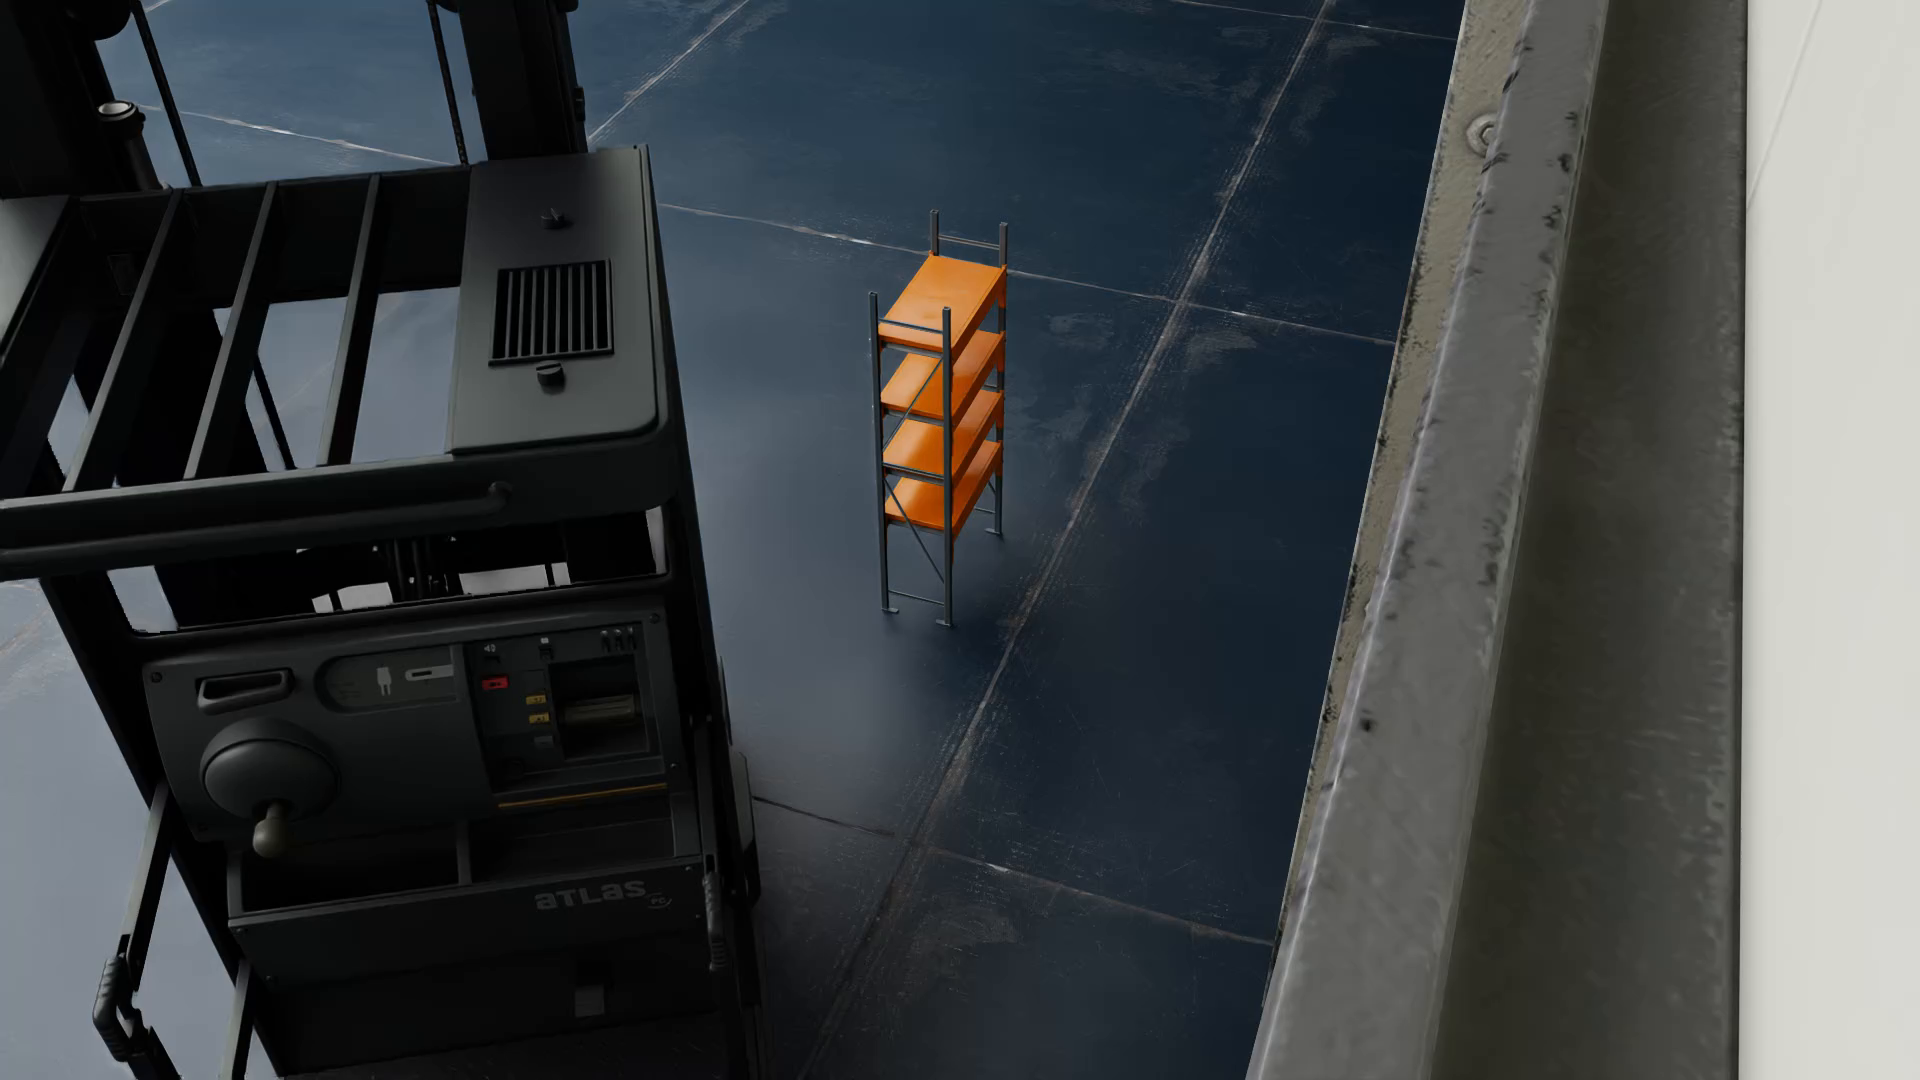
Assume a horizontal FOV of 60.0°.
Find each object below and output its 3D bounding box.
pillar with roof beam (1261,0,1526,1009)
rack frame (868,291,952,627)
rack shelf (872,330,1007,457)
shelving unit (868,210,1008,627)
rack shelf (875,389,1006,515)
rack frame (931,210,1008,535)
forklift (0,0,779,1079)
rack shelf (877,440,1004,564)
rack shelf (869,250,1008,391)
[{"bbox_3d":[-3.061,-3.262,2.568,9.100,9.000,0.400,13,42,15],"label":"pillar with roof beam"},{"bbox_3d":[-0.140,-0.207,4.996,0.240,1.200,0.015,13,42,15],"label":"rack frame"},{"bbox_3d":[-0.057,-0.474,5.069,0.258,0.148,0.480,13,42,15],"label":"rack shelf"},{"bbox_3d":[-0.057,-0.355,5.170,0.258,1.200,0.503,13,42,15],"label":"shelving unit"},{"bbox_3d":[-0.057,-0.304,5.214,0.258,0.148,0.480,13,42,15],"label":"rack shelf"},{"bbox_3d":[0.027,-0.504,5.345,0.240,1.200,0.015,13,42,15],"label":"rack frame"},{"bbox_3d":[-0.959,0.426,2.920,1.130,2.935,3.031,-7,41,-8],"label":"forklift"},{"bbox_3d":[-0.057,-0.153,5.343,0.258,0.148,0.480,13,42,15],"label":"rack shelf"},{"bbox_3d":[-0.057,-0.654,4.915,0.258,0.148,0.480,13,42,15],"label":"rack shelf"}]
